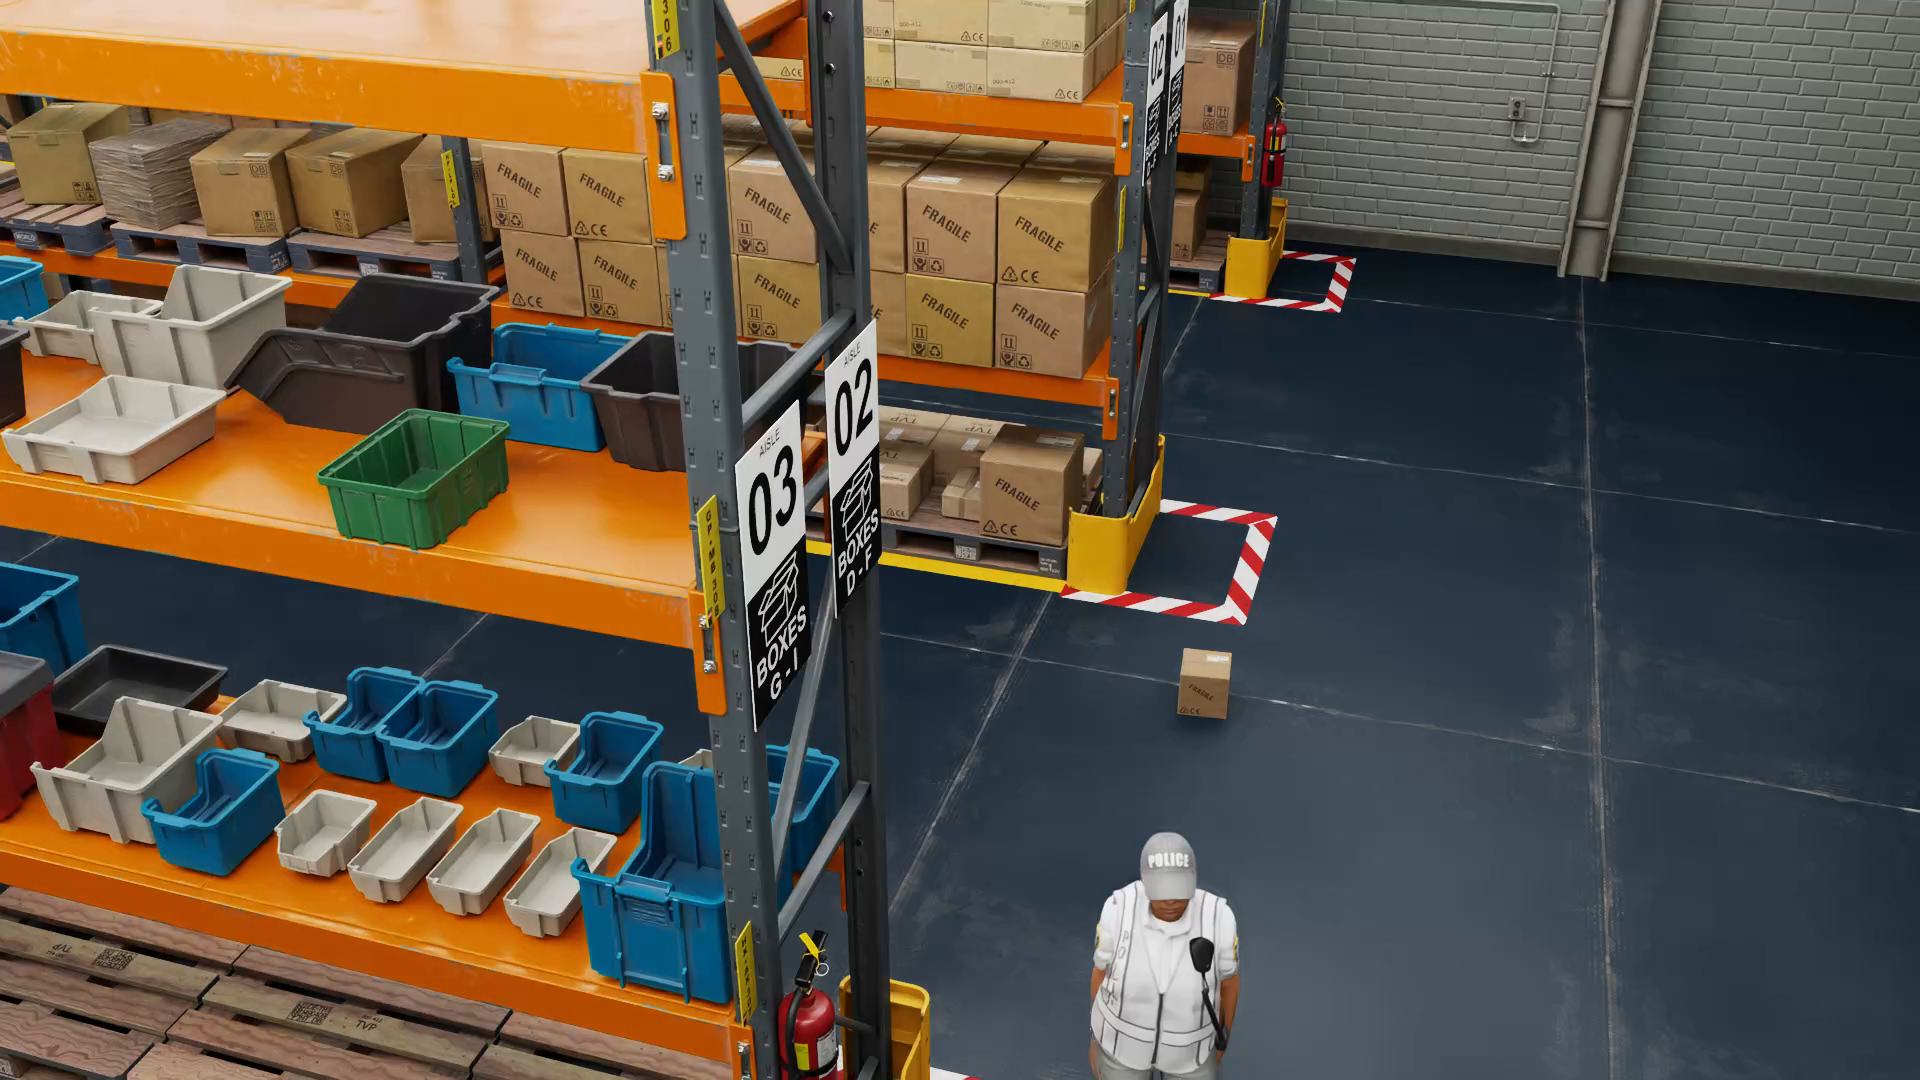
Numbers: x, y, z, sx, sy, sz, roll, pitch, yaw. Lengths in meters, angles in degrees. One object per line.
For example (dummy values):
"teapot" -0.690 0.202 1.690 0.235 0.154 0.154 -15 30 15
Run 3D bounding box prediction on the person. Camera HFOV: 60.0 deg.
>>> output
"person" 0.668 1.643 5.531 0.480 1.648 0.494 5 30 8
